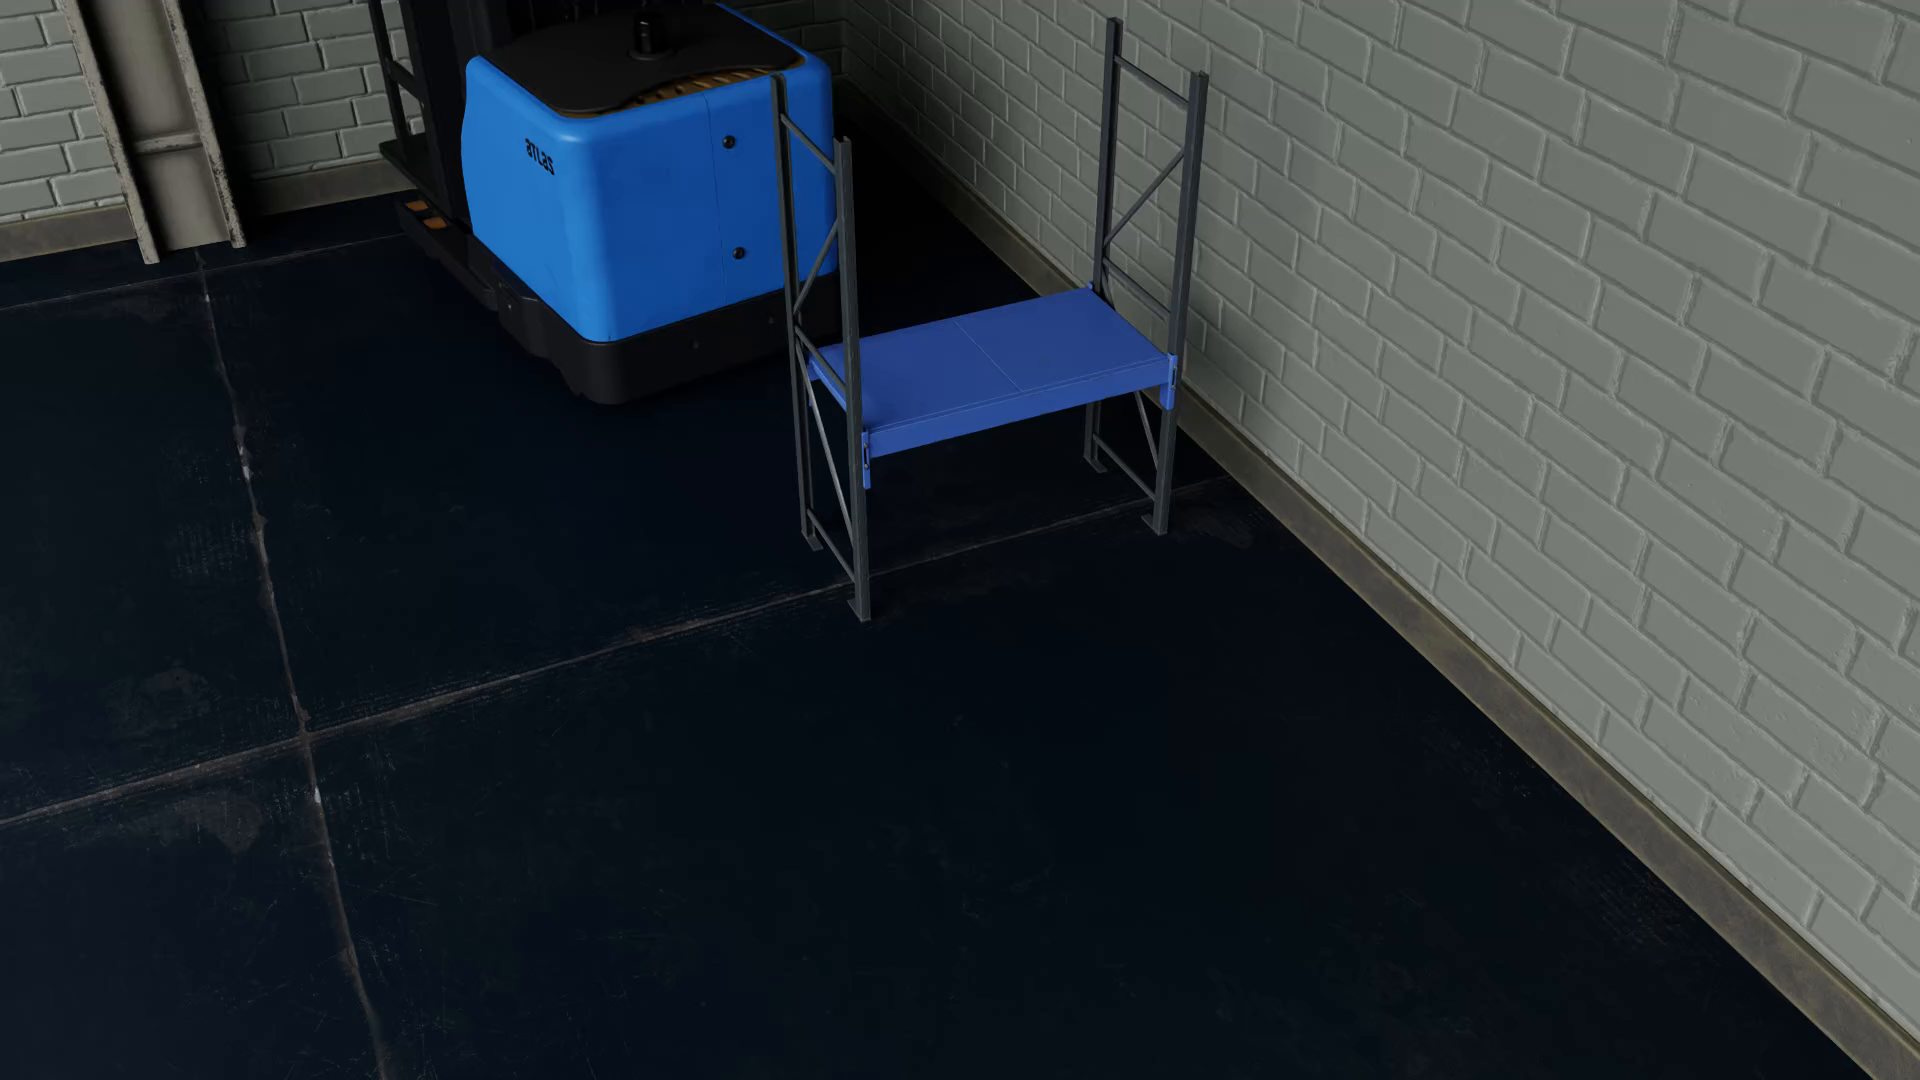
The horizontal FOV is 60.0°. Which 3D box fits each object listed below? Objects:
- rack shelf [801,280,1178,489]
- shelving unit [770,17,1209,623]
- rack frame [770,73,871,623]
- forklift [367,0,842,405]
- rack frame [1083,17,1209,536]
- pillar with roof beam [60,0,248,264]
[{"bbox_3d":[0.077,-0.480,4.939,1.000,0.185,0.538,-16,39,-20],"label":"rack shelf"},{"bbox_3d":[0.077,-0.624,4.832,1.048,1.500,0.538,-16,39,-20],"label":"shelving unit"},{"bbox_3d":[-0.383,-0.495,4.659,0.032,1.500,0.500,-16,39,-20],"label":"rack frame"},{"bbox_3d":[-1.683,-2.479,6.132,1.130,2.935,3.031,-23,42,-28],"label":"forklift"},{"bbox_3d":[0.537,-0.753,5.006,0.032,1.500,0.500,-16,39,-20],"label":"rack frame"},{"bbox_3d":[-1.367,-2.545,1.128,0.400,9.000,9.100,-16,39,-20],"label":"pillar with roof beam"}]
